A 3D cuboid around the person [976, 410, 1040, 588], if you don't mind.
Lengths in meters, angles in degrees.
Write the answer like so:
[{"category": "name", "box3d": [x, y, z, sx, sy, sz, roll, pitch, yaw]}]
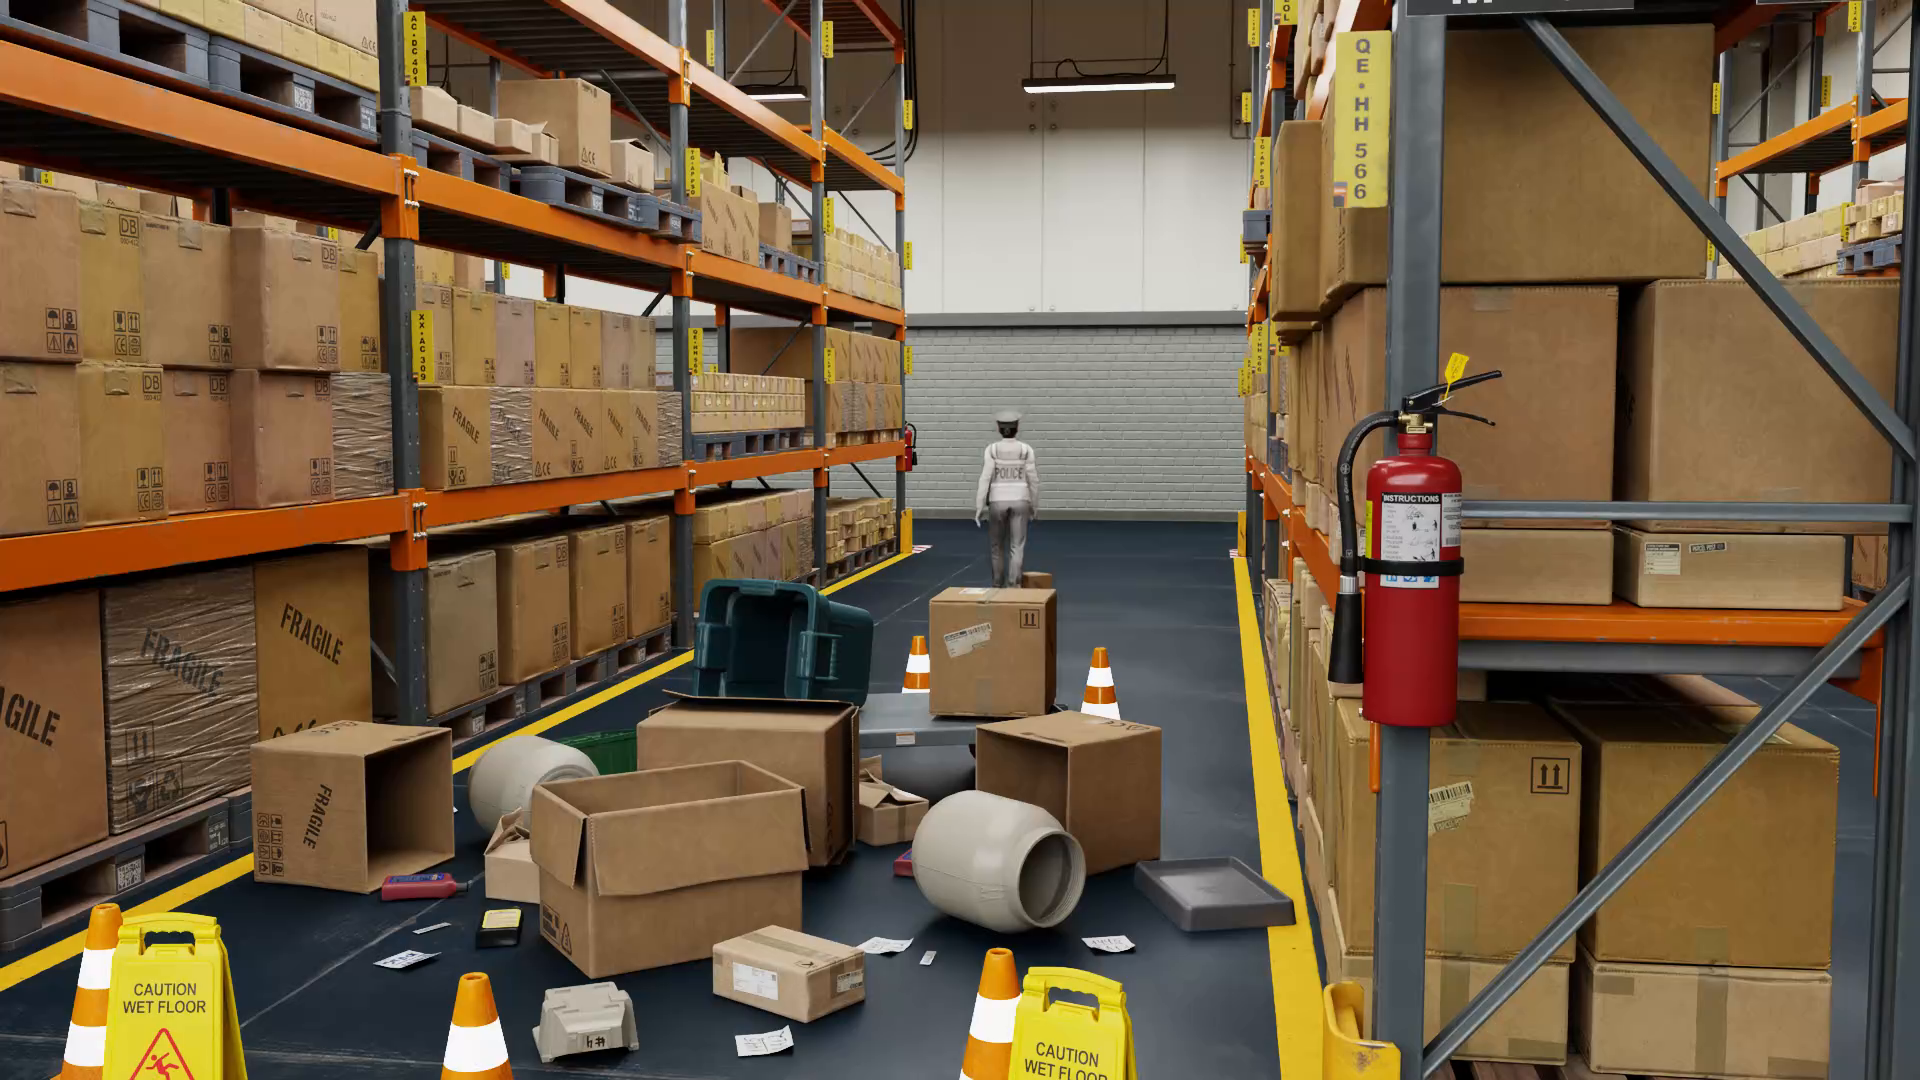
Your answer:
[{"category": "person", "box3d": [0.414, -0.288, 14.349, 0.545, 1.665, 0.899, 0, 5, 3]}]
